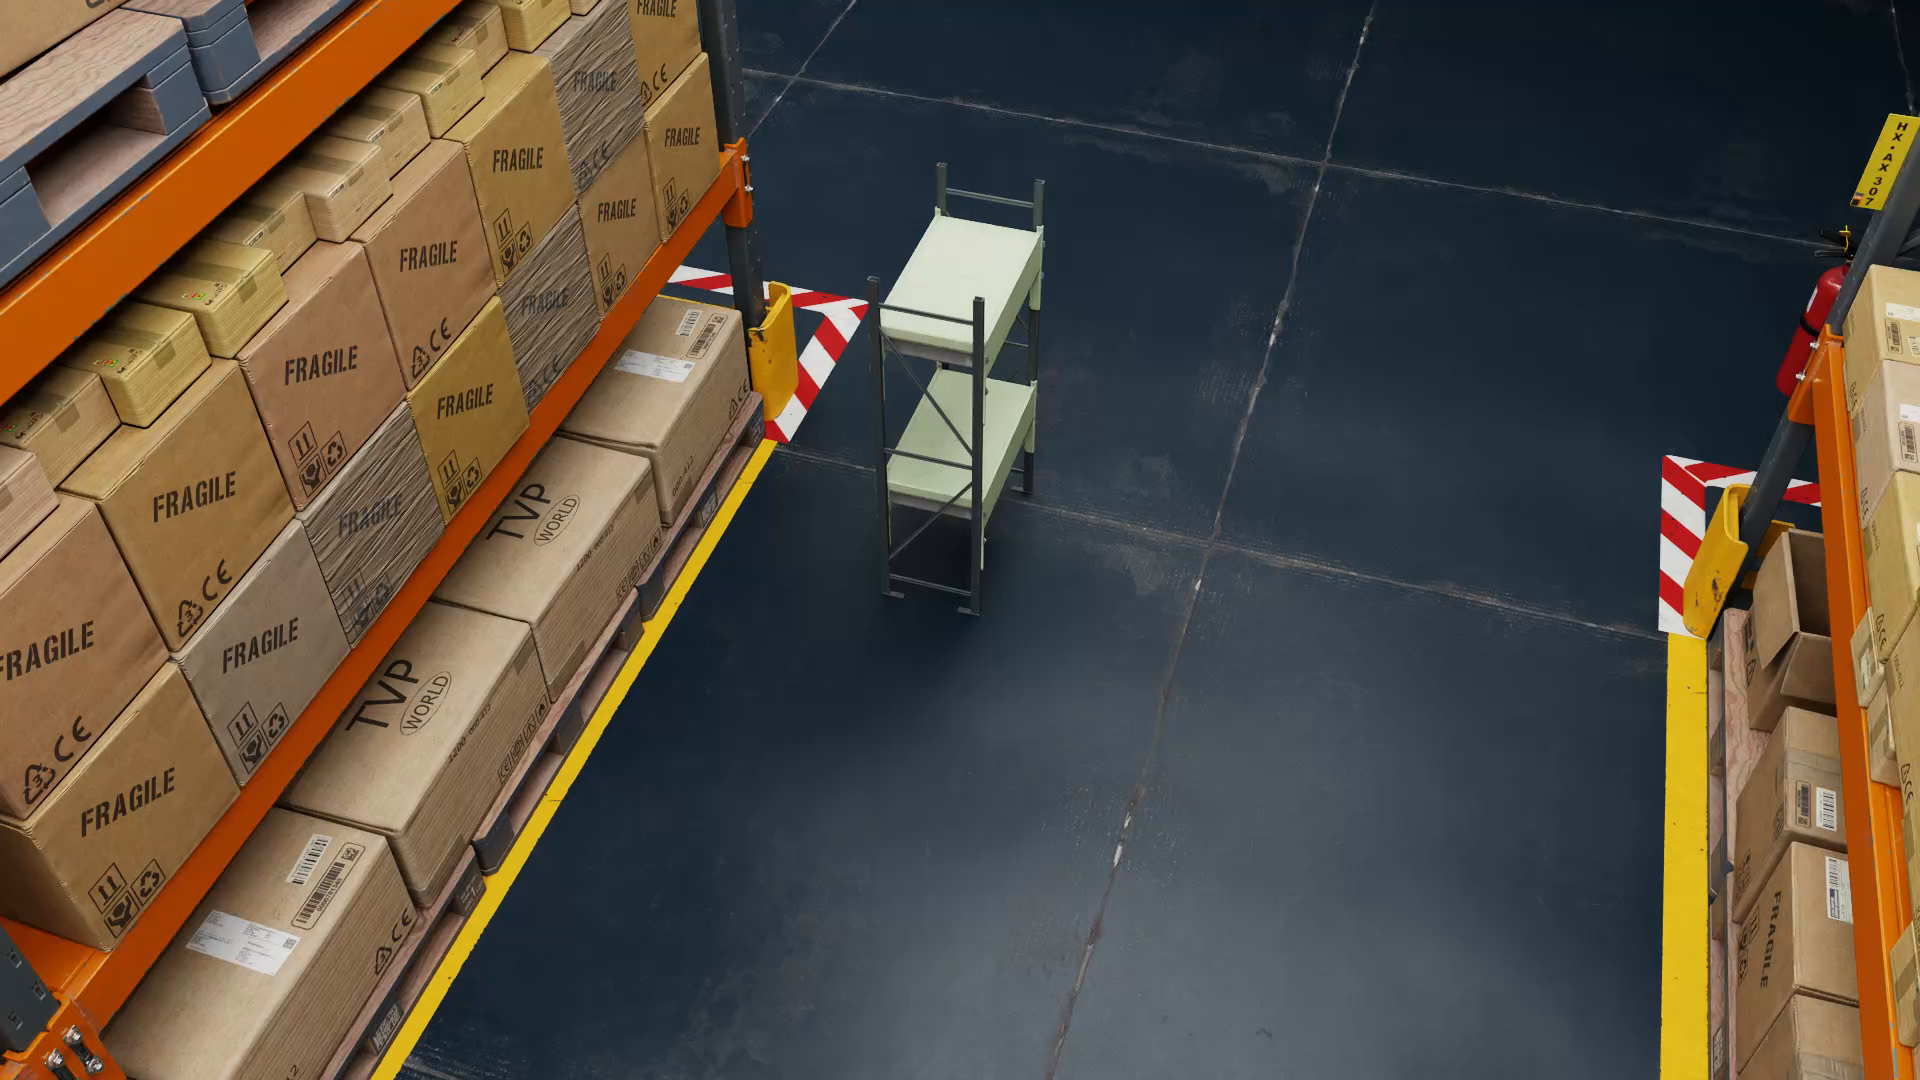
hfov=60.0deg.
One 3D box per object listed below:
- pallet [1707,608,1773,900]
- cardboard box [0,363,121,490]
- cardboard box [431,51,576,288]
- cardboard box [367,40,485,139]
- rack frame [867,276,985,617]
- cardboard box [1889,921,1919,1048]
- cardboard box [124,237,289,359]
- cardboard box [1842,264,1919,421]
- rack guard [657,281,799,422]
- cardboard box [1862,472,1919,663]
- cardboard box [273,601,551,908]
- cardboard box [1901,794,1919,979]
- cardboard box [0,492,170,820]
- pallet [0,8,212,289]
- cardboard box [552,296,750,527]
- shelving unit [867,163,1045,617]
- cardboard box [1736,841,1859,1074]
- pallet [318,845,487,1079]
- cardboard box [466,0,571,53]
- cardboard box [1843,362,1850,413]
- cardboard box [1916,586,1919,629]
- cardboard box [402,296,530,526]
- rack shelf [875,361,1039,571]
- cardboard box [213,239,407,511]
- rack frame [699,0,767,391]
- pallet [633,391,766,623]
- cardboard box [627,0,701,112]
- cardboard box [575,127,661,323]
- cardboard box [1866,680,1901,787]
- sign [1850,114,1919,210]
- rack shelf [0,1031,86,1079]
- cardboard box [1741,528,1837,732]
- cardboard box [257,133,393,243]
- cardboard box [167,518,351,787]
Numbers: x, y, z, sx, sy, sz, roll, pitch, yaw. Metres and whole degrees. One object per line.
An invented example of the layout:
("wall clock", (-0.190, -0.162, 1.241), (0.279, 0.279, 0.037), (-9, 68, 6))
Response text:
("pallet", (3.145, 0.827, 5.754), (1.003, 0.211, 1.213), (13, 46, 13))
("cardboard box", (-2.092, -0.269, 3.630), (0.380, 0.149, 0.250), (12, 46, 12))
("cardboard box", (-1.526, -1.139, 4.982), (0.500, 0.500, 0.500), (12, 46, 12))
("cardboard box", (-1.575, -1.282, 4.665), (0.380, 0.149, 0.250), (14, 46, 13))
("rack frame", (-0.113, -0.288, 5.972), (0.400, 1.500, 0.023), (13, 46, 12))
("cardboard box", (2.323, 1.036, 3.726), (0.380, 0.149, 0.250), (12, 46, 12))
("cardboard box", (-1.851, -0.592, 3.960), (0.380, 0.149, 0.250), (11, 46, 11))
("cardboard box", (3.014, -0.559, 5.071), (0.500, 0.250, 0.500), (13, 46, 13))
("rack guard", (-1.316, -0.923, 7.336), (1.175, 0.500, 0.348), (13, 46, 13))
("cardboard box", (2.711, 0.115, 4.382), (0.500, 0.250, 0.500), (12, 46, 12))
("cardboard box", (-1.972, 0.638, 5.485), (0.875, 0.438, 0.875), (11, 45, 11))
("cardboard box", (2.420, 0.804, 3.679), (0.500, 0.250, 0.500), (12, 46, 12))
("cardboard box", (-2.160, 0.206, 3.608), (0.500, 0.500, 0.500), (13, 46, 13))
("pallet", (-2.277, -0.718, 3.258), (1.003, 0.211, 1.213), (13, 46, 13))
("cardboard box", (-1.428, -0.574, 6.724), (0.875, 0.438, 0.875), (11, 45, 11))
("shelving unit", (-0.002, -0.532, 6.221), (0.431, 1.500, 0.755), (13, 46, 12))
("cardboard box", (2.581, 1.272, 4.793), (0.500, 0.500, 0.500), (13, 46, 13))
("pallet", (-2.230, 1.372, 5.197), (1.003, 0.211, 1.213), (13, 46, 13))
("cardboard box", (-1.409, -1.621, 5.011), (0.380, 0.149, 0.250), (14, 46, 13))
("cardboard box", (3.047, -0.501, 5.297), (0.380, 0.149, 0.250), (12, 46, 12))
("cardboard box", (2.560, 0.173, 3.787), (0.500, 0.500, 0.500), (14, 46, 14))
("cardboard box", (-1.674, -0.436, 4.979), (0.500, 0.500, 0.500), (14, 46, 14))
("rack shelf", (-0.002, -0.299, 6.449), (0.431, 0.370, 0.720), (13, 46, 12))
("cardboard box", (-1.835, -0.468, 4.297), (0.500, 0.500, 0.500), (13, 46, 13))
("rack frame", (-1.323, -1.801, 6.446), (1.000, 3.000, 0.127), (13, 46, 13))
("pallet", (-1.491, -0.255, 6.859), (1.003, 0.211, 1.213), (13, 46, 13))
("cardboard box", (-1.242, -1.822, 5.681), (0.500, 0.500, 0.500), (14, 46, 14))
("cardboard box", (-1.384, -1.128, 5.686), (0.500, 0.500, 0.500), (12, 46, 12))
("cardboard box", (2.549, 0.527, 4.247), (0.380, 0.149, 0.250), (14, 46, 13))
("sign", (2.891, -1.176, 5.188), (0.100, 0.325, 0.005), (13, 46, 13))
("rack shelf", (-3.140, 2.456, 2.610), (1.077, 0.370, 4.000), (13, 46, 13))
("cardboard box", (3.133, 0.378, 5.704), (0.797, 0.503, 0.637), (11, 45, 11))
("cardboard box", (-1.713, -0.926, 4.302), (0.380, 0.149, 0.250), (13, 46, 13))
("cardboard box", (-1.987, 0.238, 4.291), (0.500, 0.500, 0.500), (13, 46, 13))
